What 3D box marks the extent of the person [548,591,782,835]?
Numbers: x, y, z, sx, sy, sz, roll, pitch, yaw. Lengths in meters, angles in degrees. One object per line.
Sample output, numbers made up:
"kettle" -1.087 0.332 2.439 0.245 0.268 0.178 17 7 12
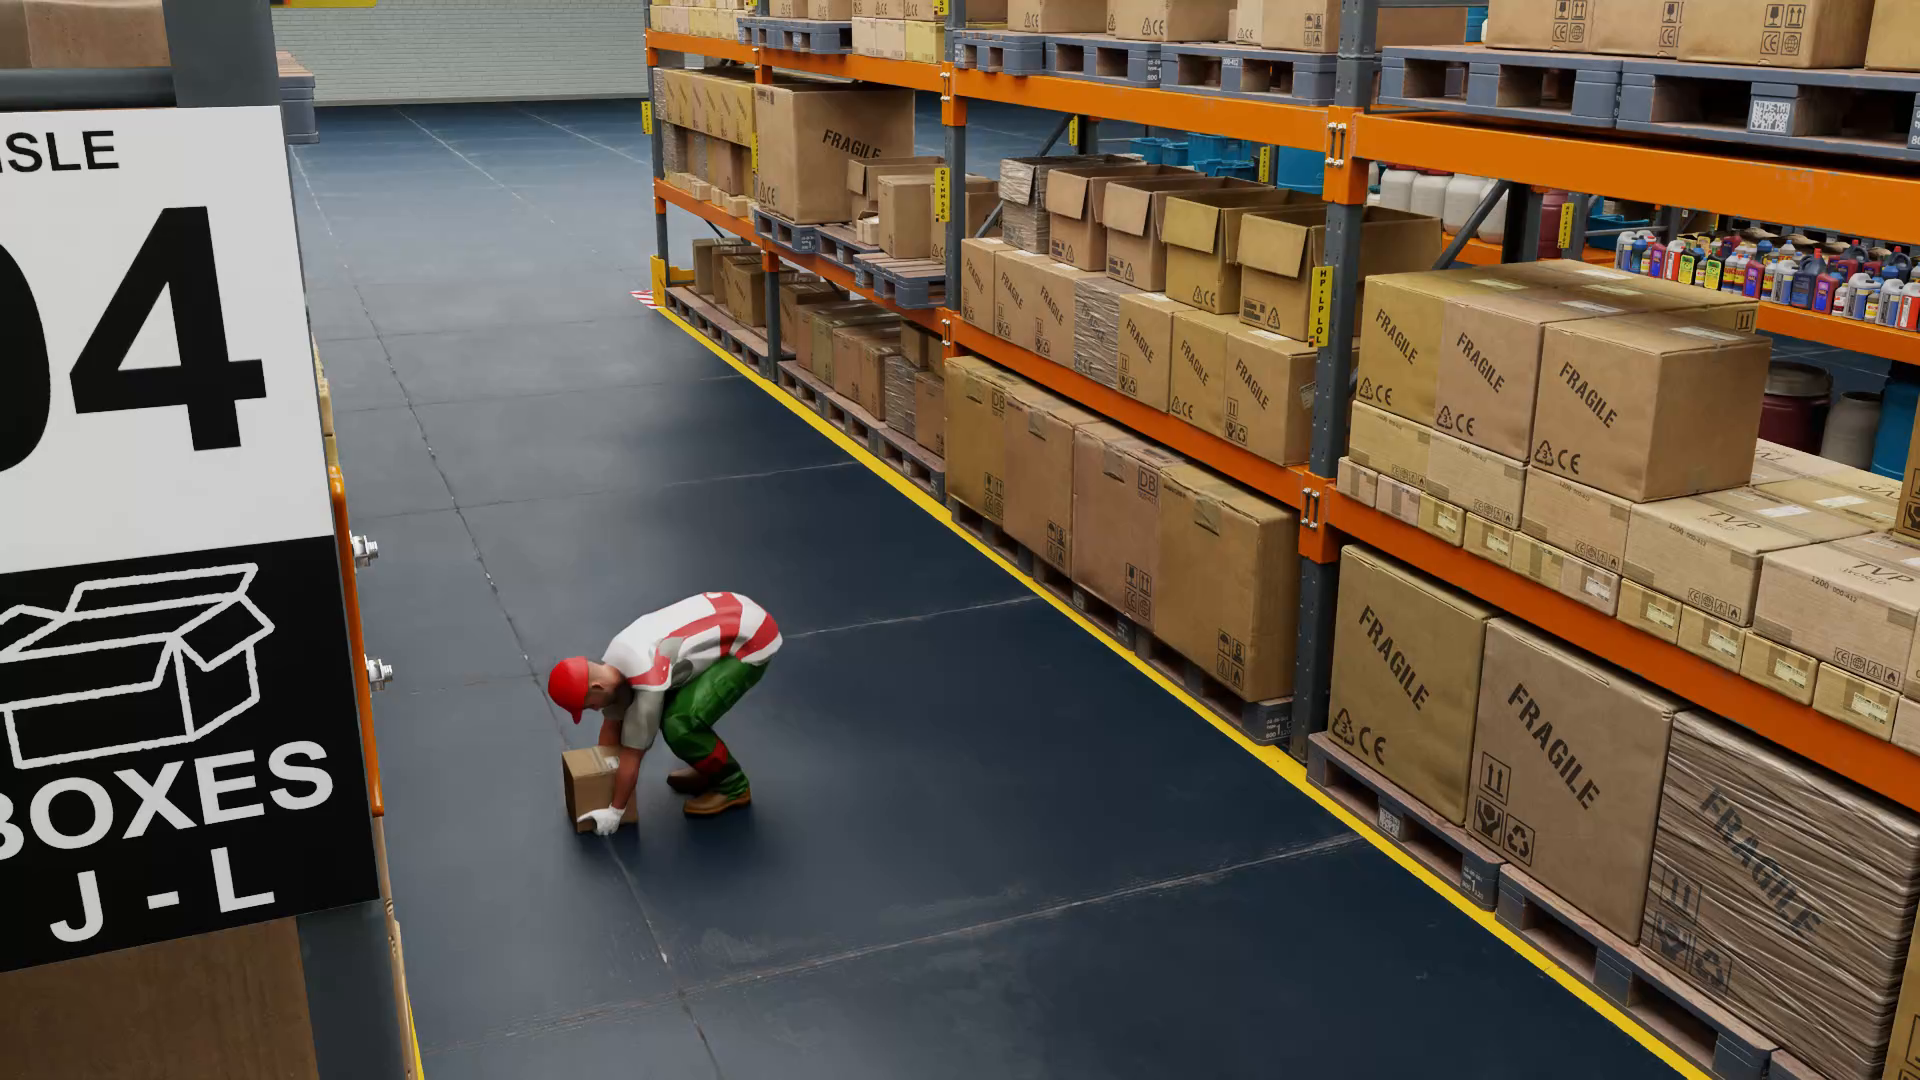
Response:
"person" -1.207 0.701 6.886 0.959 0.905 0.536 -9 21 -24
